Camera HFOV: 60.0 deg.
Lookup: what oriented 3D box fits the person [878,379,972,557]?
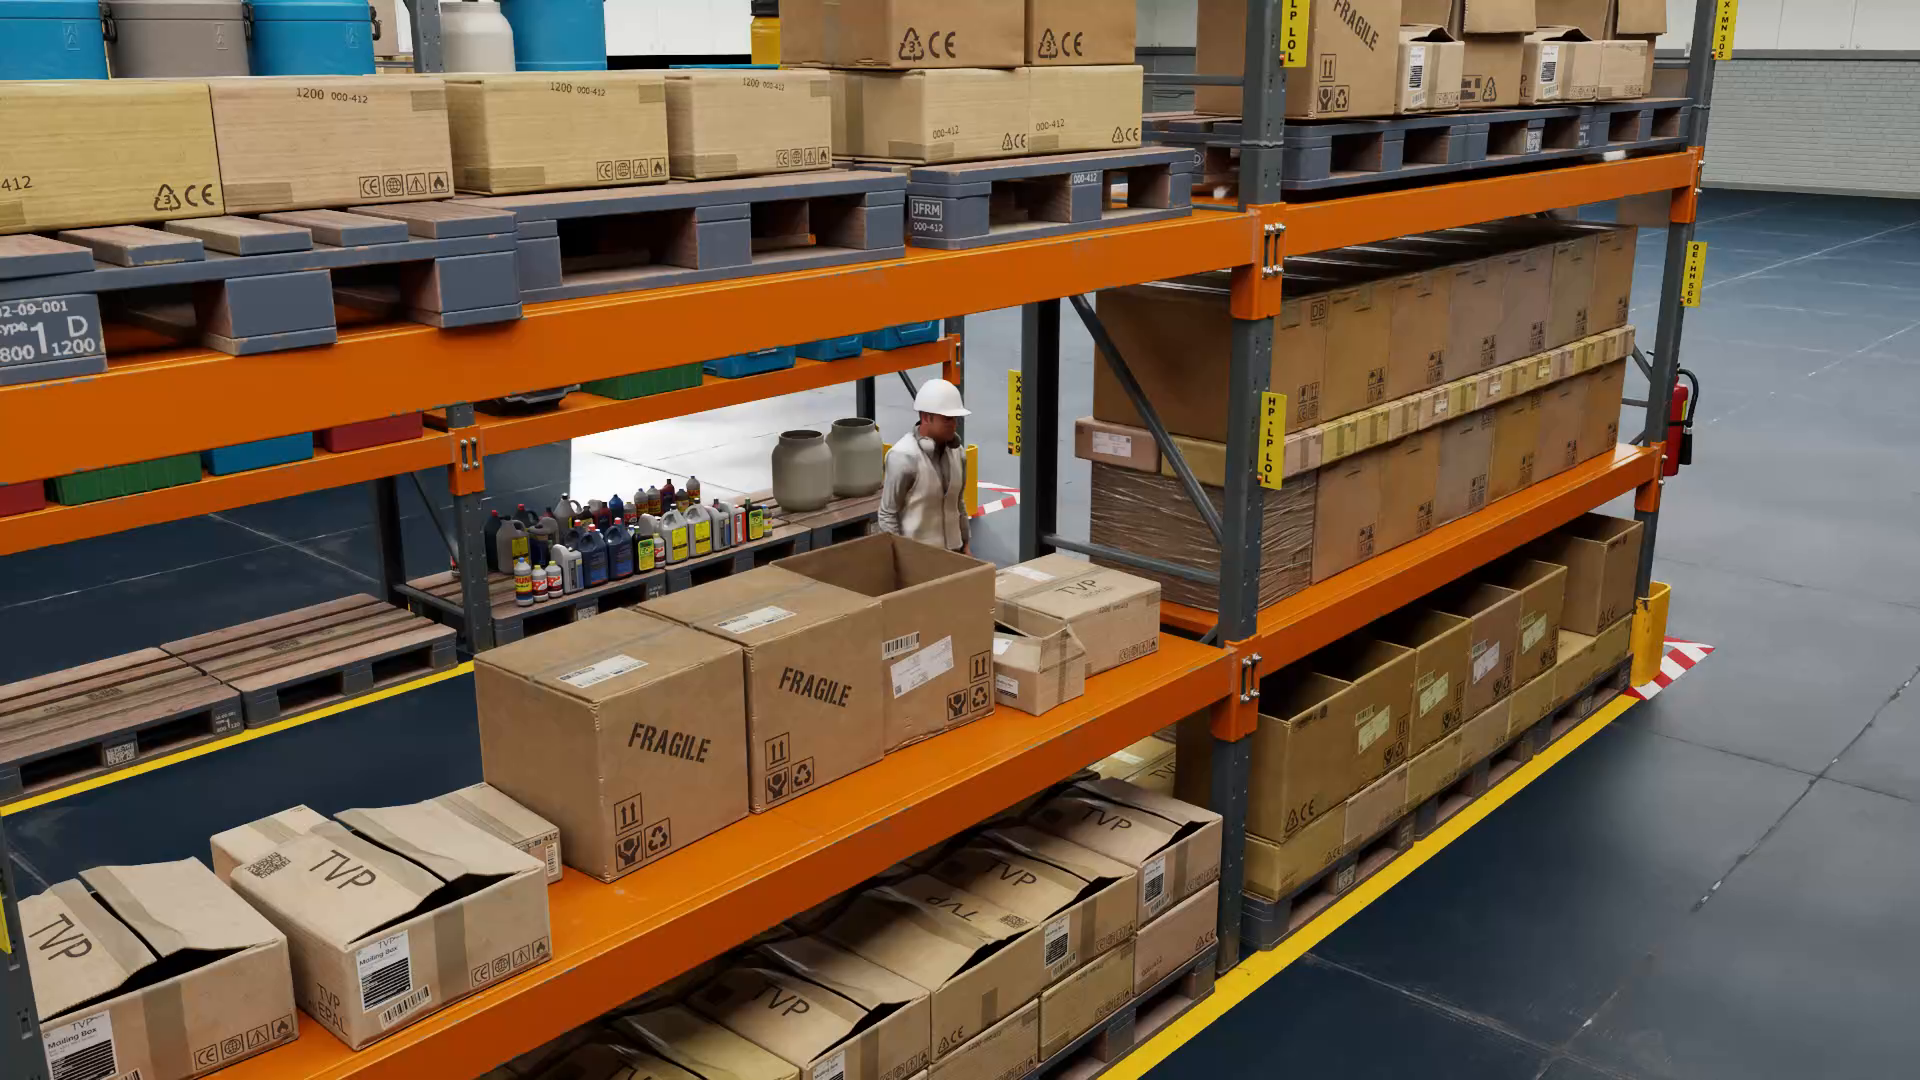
[{"bbox_3d":[-0.160,0.074,8.256,0.462,1.768,0.580,15,22,40],"label":"person"}]
